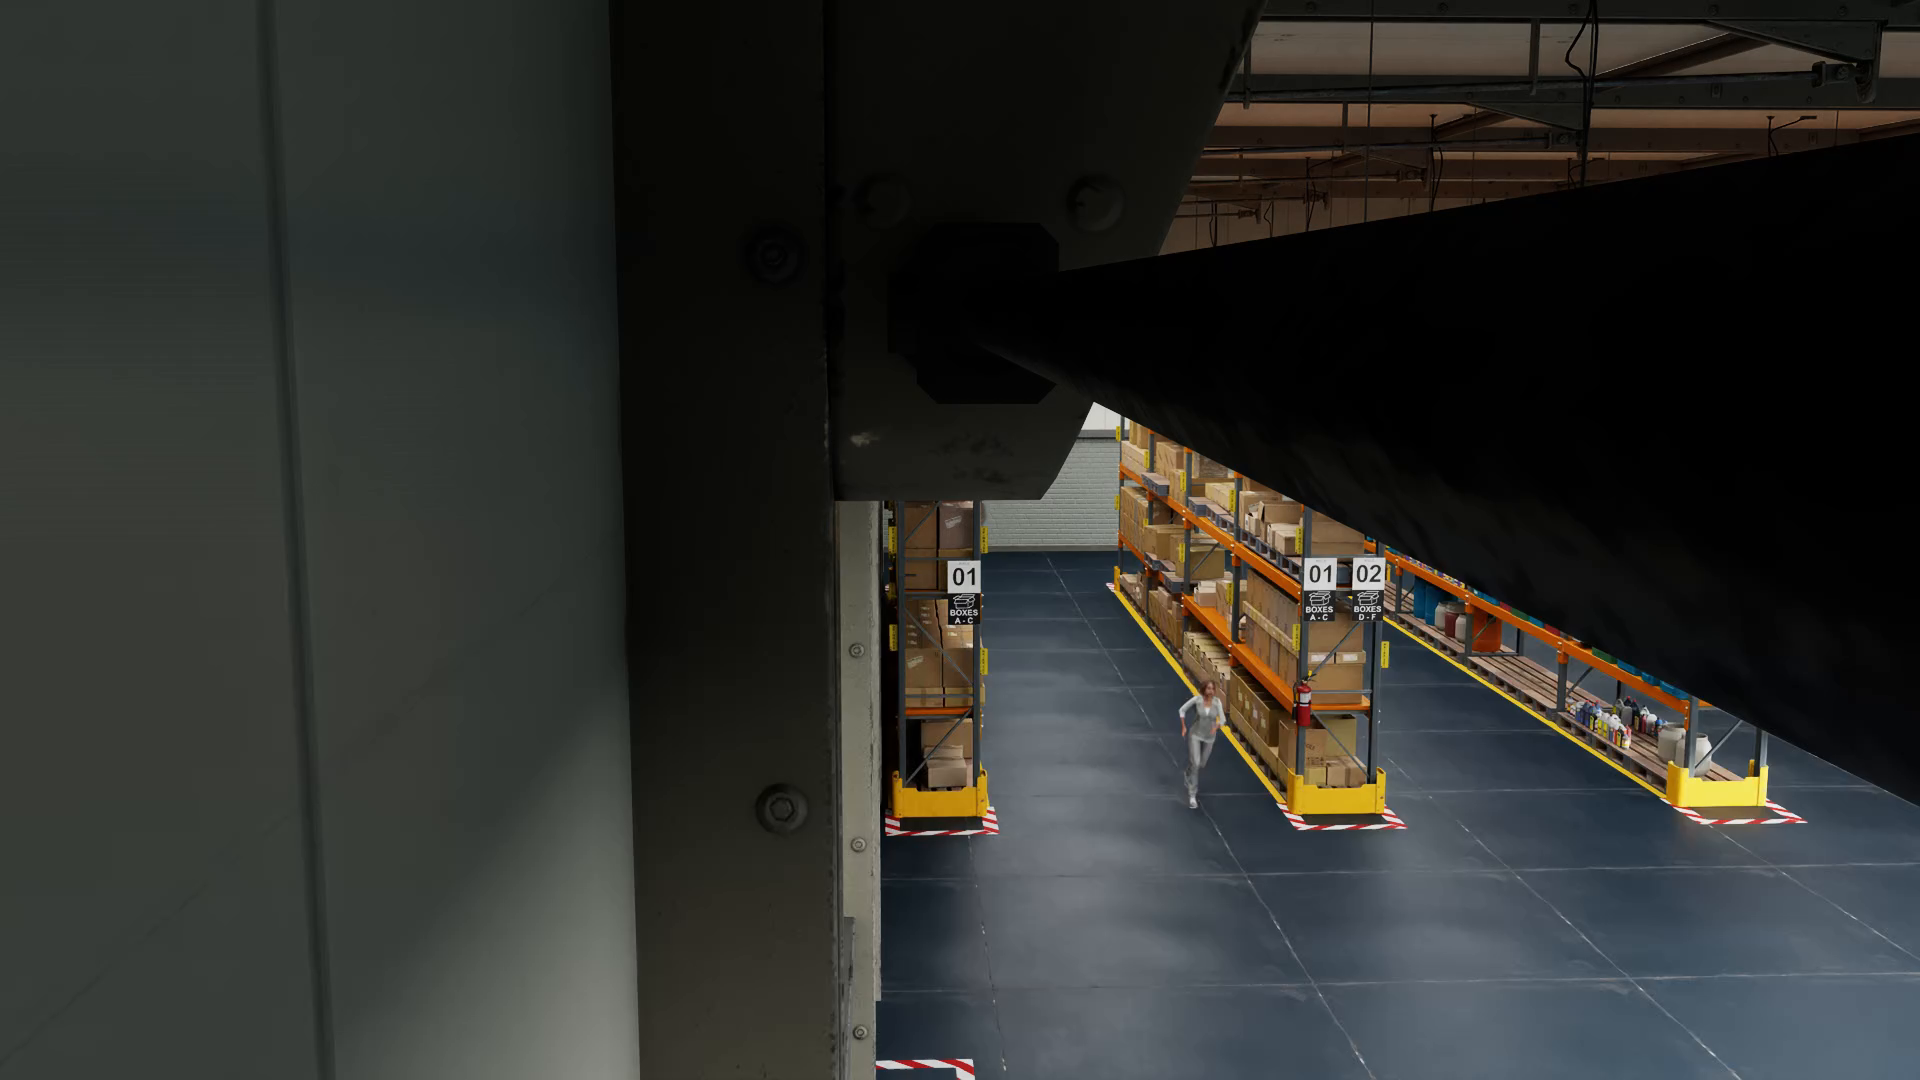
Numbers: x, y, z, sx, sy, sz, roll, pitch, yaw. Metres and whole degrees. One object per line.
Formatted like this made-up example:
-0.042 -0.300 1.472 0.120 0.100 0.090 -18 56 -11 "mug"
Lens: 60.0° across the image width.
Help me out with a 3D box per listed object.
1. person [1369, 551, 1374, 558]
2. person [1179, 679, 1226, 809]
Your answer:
10.058 -0.241 39.519 0.813 1.754 0.736 8 11 43 "person"
3.079 2.584 21.145 0.569 1.486 0.801 -1 8 -8 "person"
